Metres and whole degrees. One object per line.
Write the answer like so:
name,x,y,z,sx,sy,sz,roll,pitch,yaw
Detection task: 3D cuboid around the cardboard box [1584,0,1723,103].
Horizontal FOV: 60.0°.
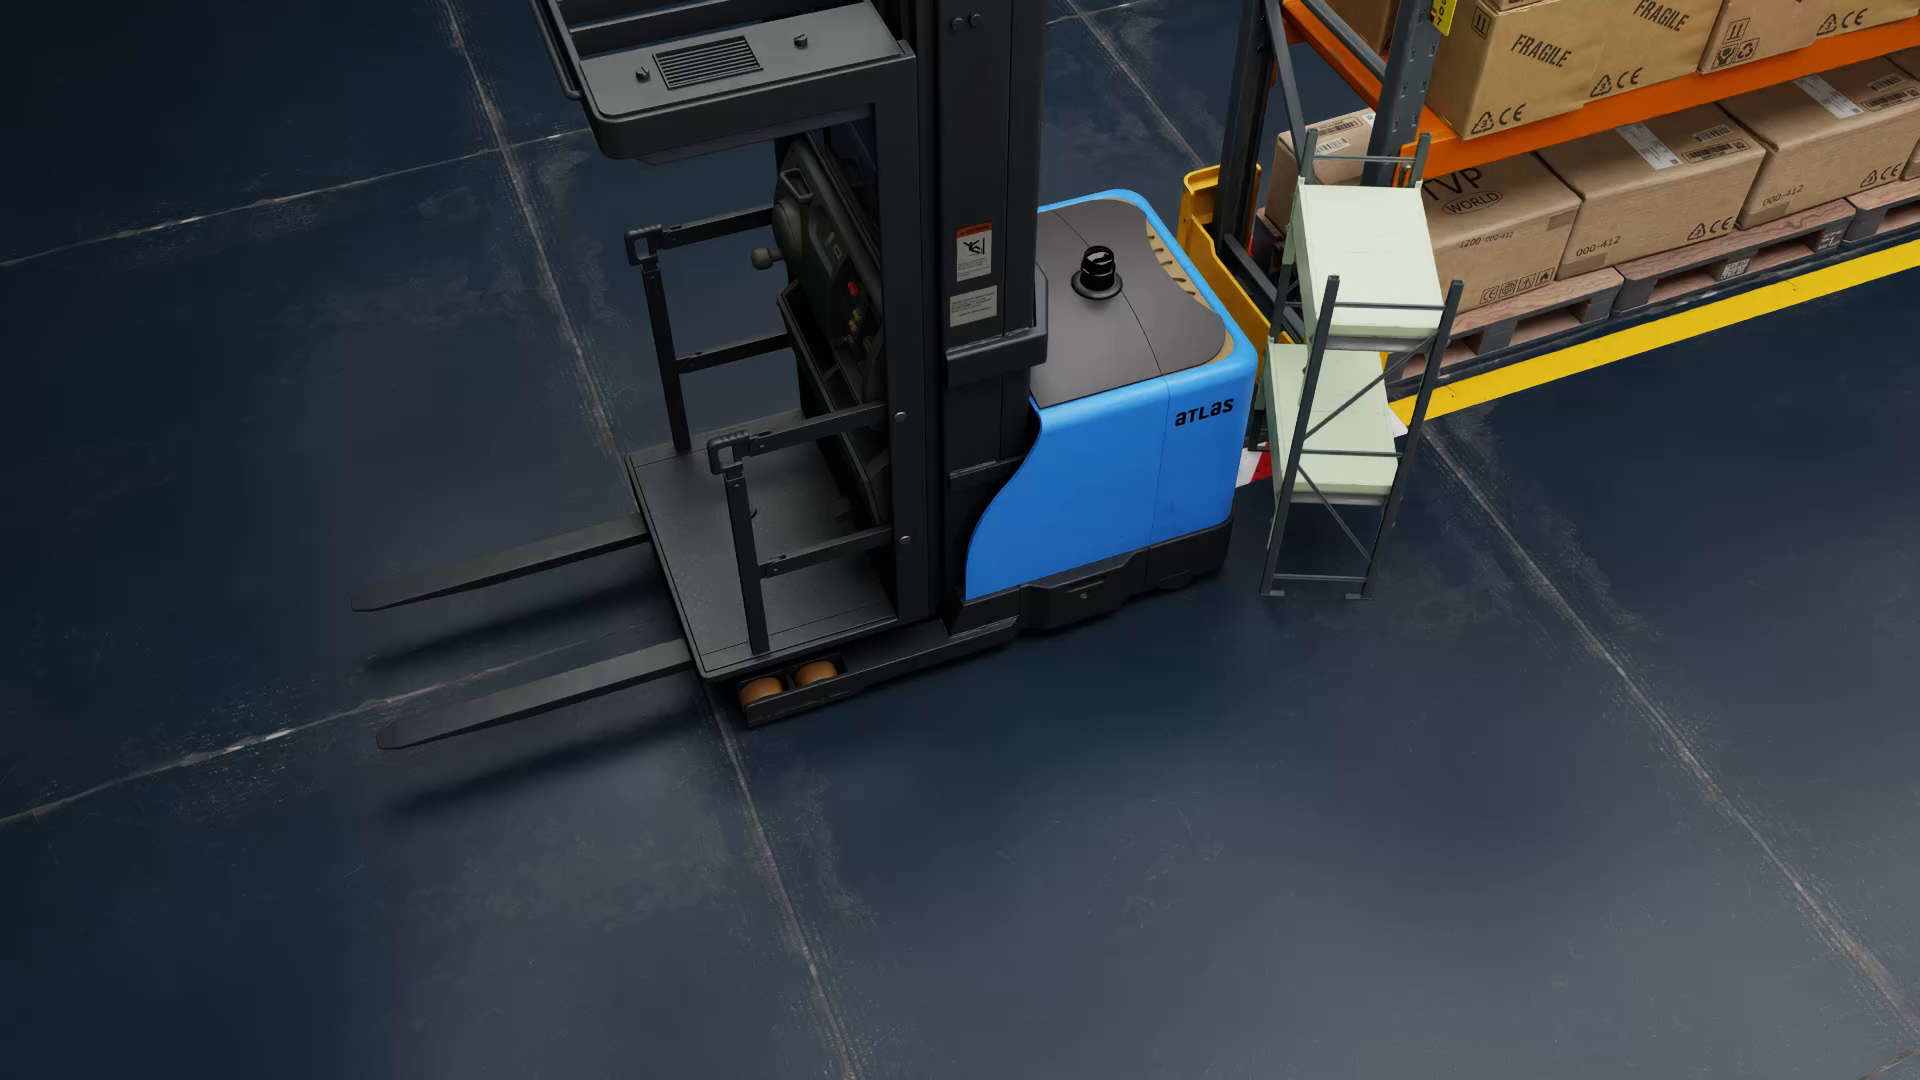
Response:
cardboard box,2.317,-1.939,5.872,0.500,0.500,0.500,-18,52,-15

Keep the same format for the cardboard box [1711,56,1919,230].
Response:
cardboard box,3.559,-1.893,7.311,0.875,0.438,0.875,-19,52,-15

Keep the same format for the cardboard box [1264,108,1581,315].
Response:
cardboard box,1.880,-1.367,6.859,0.875,0.438,0.875,-19,52,-15

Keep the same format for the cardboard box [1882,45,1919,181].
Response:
cardboard box,4.388,-2.150,7.532,0.875,0.438,0.875,-18,52,-15

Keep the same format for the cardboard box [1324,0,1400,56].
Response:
cardboard box,1.653,-2.162,6.064,0.500,0.500,0.500,-17,51,-14

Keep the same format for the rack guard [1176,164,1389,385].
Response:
rack guard,1.285,-0.984,6.766,0.348,0.500,1.175,-17,52,-14

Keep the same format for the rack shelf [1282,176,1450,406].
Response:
rack shelf,1.315,-0.816,5.448,0.431,0.370,0.720,2,49,2

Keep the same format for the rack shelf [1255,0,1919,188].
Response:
rack shelf,3.158,-2.145,6.589,4.000,0.370,1.077,-17,52,-14

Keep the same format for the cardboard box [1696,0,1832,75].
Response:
cardboard box,2.795,-2.072,5.986,0.500,0.500,0.500,-17,52,-14

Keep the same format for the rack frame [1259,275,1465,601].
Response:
rack frame,1.295,-0.285,5.506,0.400,1.500,0.023,2,49,2

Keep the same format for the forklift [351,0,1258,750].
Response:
forklift,-0.587,-0.784,4.991,3.031,2.935,1.130,-16,51,-14

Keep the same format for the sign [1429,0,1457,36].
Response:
sign,1.511,-1.722,5.129,0.005,0.325,0.100,-17,52,-14

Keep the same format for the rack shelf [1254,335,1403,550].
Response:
rack shelf,1.315,-0.350,5.991,0.431,0.370,0.720,2,49,2

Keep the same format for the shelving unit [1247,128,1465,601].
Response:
shelving unit,1.315,-0.562,5.744,0.431,1.500,0.755,2,49,2

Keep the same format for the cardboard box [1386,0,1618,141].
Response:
cardboard box,1.860,-1.774,5.731,0.500,0.500,0.500,-18,52,-15

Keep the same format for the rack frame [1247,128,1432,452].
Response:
rack frame,1.334,-0.839,5.982,0.400,1.500,0.023,2,49,2

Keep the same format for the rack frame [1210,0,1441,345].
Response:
rack frame,1.307,-1.806,5.823,0.127,3.000,1.000,-17,52,-14

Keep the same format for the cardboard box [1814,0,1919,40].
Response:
cardboard box,3.253,-2.228,6.120,0.500,0.500,0.500,-16,51,-13

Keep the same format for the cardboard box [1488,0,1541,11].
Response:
cardboard box,1.859,-2.102,5.353,0.500,0.500,0.500,-18,52,-15

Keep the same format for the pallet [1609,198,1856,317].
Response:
pallet,3.145,-1.529,7.424,1.213,0.211,1.003,-17,52,-14

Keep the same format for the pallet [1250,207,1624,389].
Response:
pallet,2.017,-1.181,7.126,1.213,0.211,1.003,-17,52,-14

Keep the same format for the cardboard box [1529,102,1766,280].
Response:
cardboard box,2.724,-1.636,7.090,0.875,0.438,0.875,-16,51,-13

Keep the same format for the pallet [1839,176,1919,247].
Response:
pallet,4.276,-1.881,7.727,1.213,0.211,1.003,-17,52,-14
